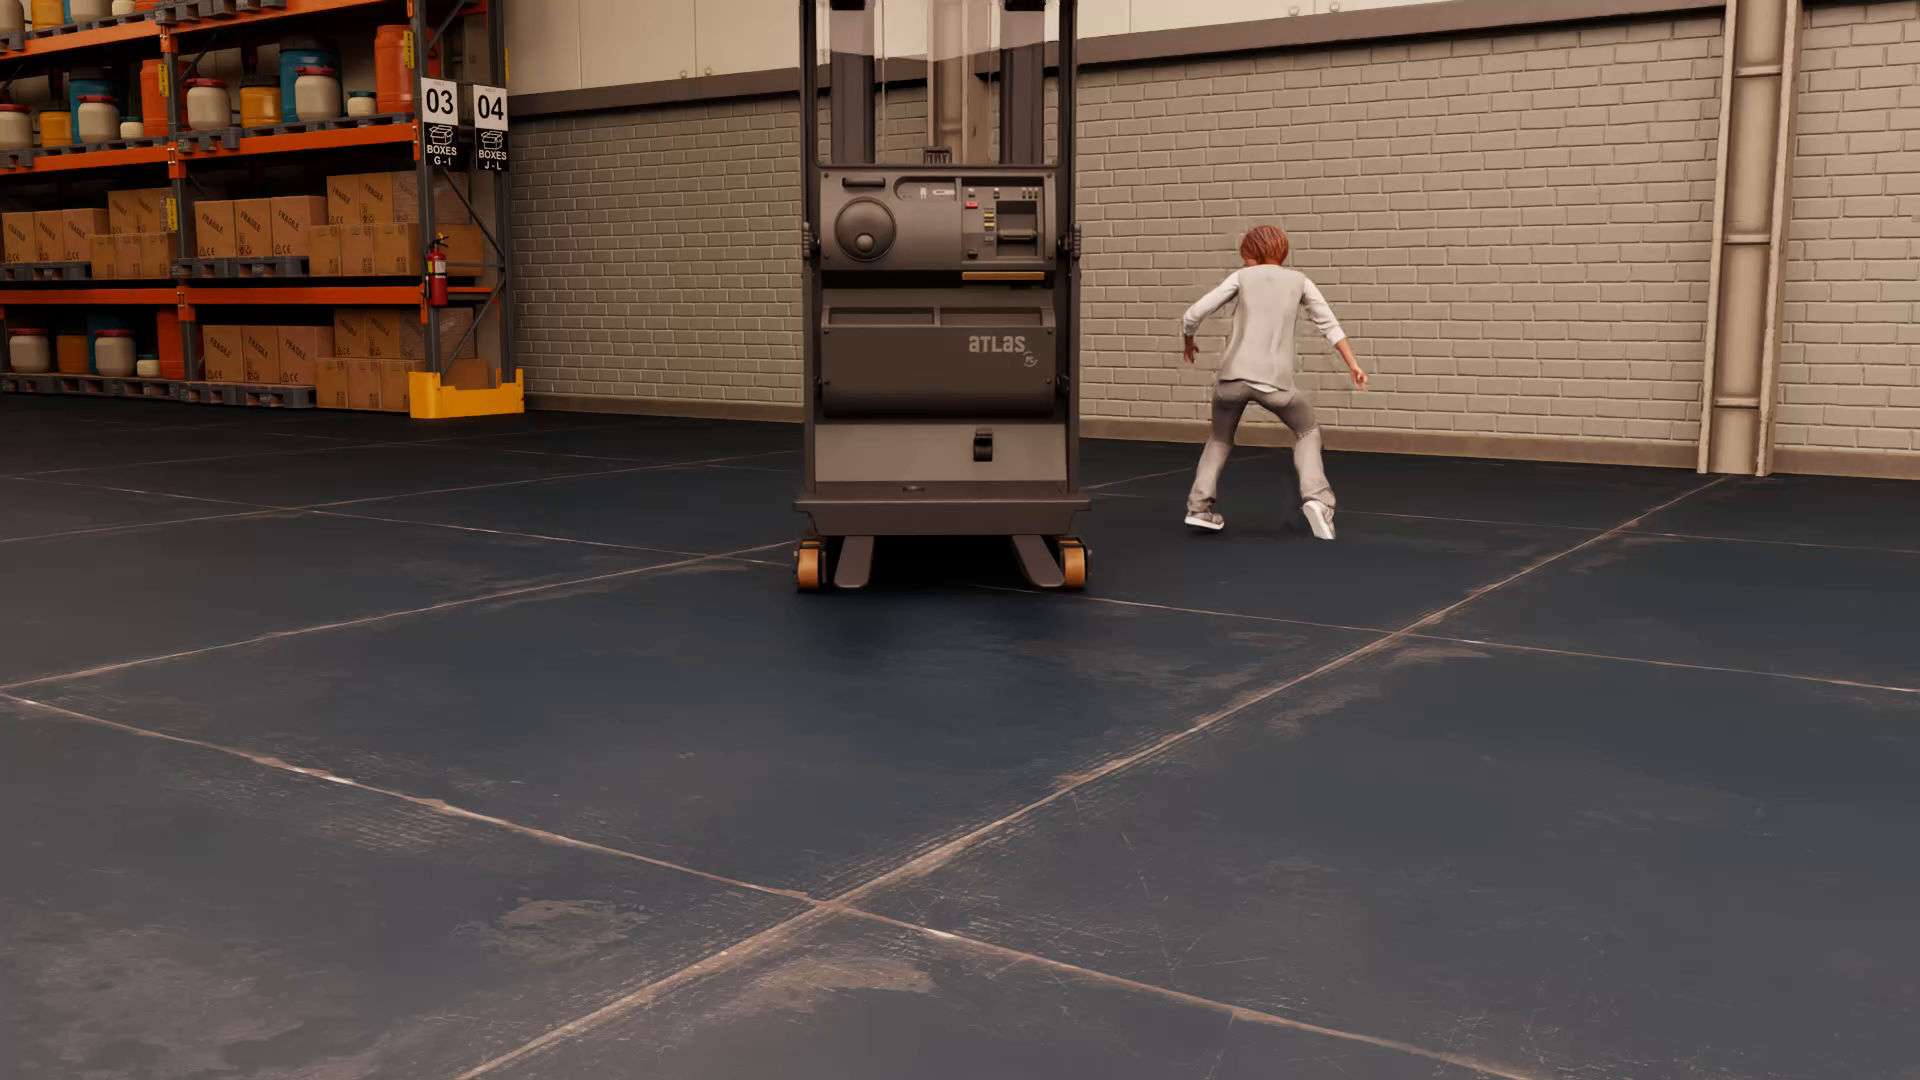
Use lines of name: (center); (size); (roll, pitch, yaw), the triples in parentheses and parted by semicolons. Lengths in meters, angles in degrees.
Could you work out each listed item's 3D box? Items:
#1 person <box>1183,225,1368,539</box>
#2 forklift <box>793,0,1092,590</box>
person: (1.449, -0.707, 7.730); (0.875, 1.489, 0.492); (2, 8, 15)
forklift: (-0.077, -1.304, 6.359); (1.130, 2.935, 3.031); (0, 8, -2)
